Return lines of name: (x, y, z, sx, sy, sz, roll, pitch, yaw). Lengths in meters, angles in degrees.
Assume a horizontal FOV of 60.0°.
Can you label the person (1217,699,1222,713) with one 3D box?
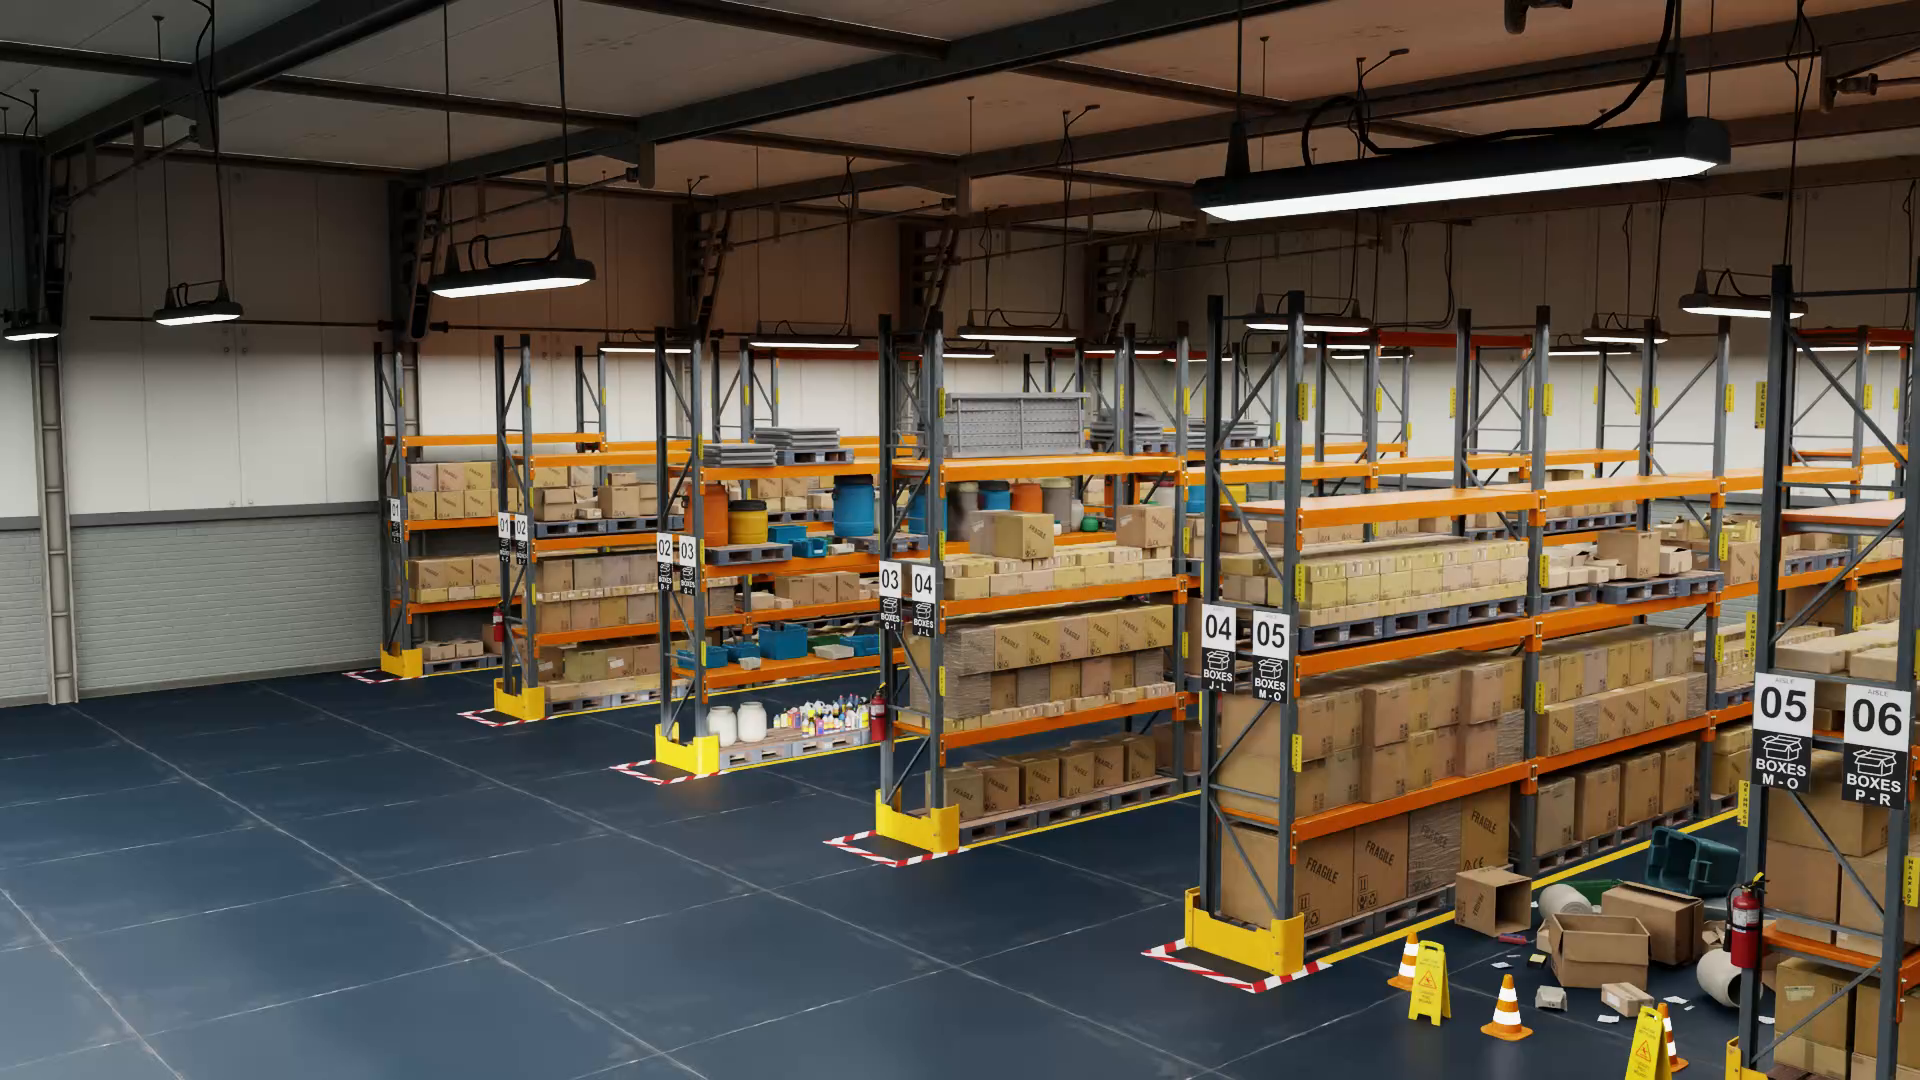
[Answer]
person: (3.966, 2.082, 24.751, 0.488, 1.669, 0.498, 4, 7, 40)
